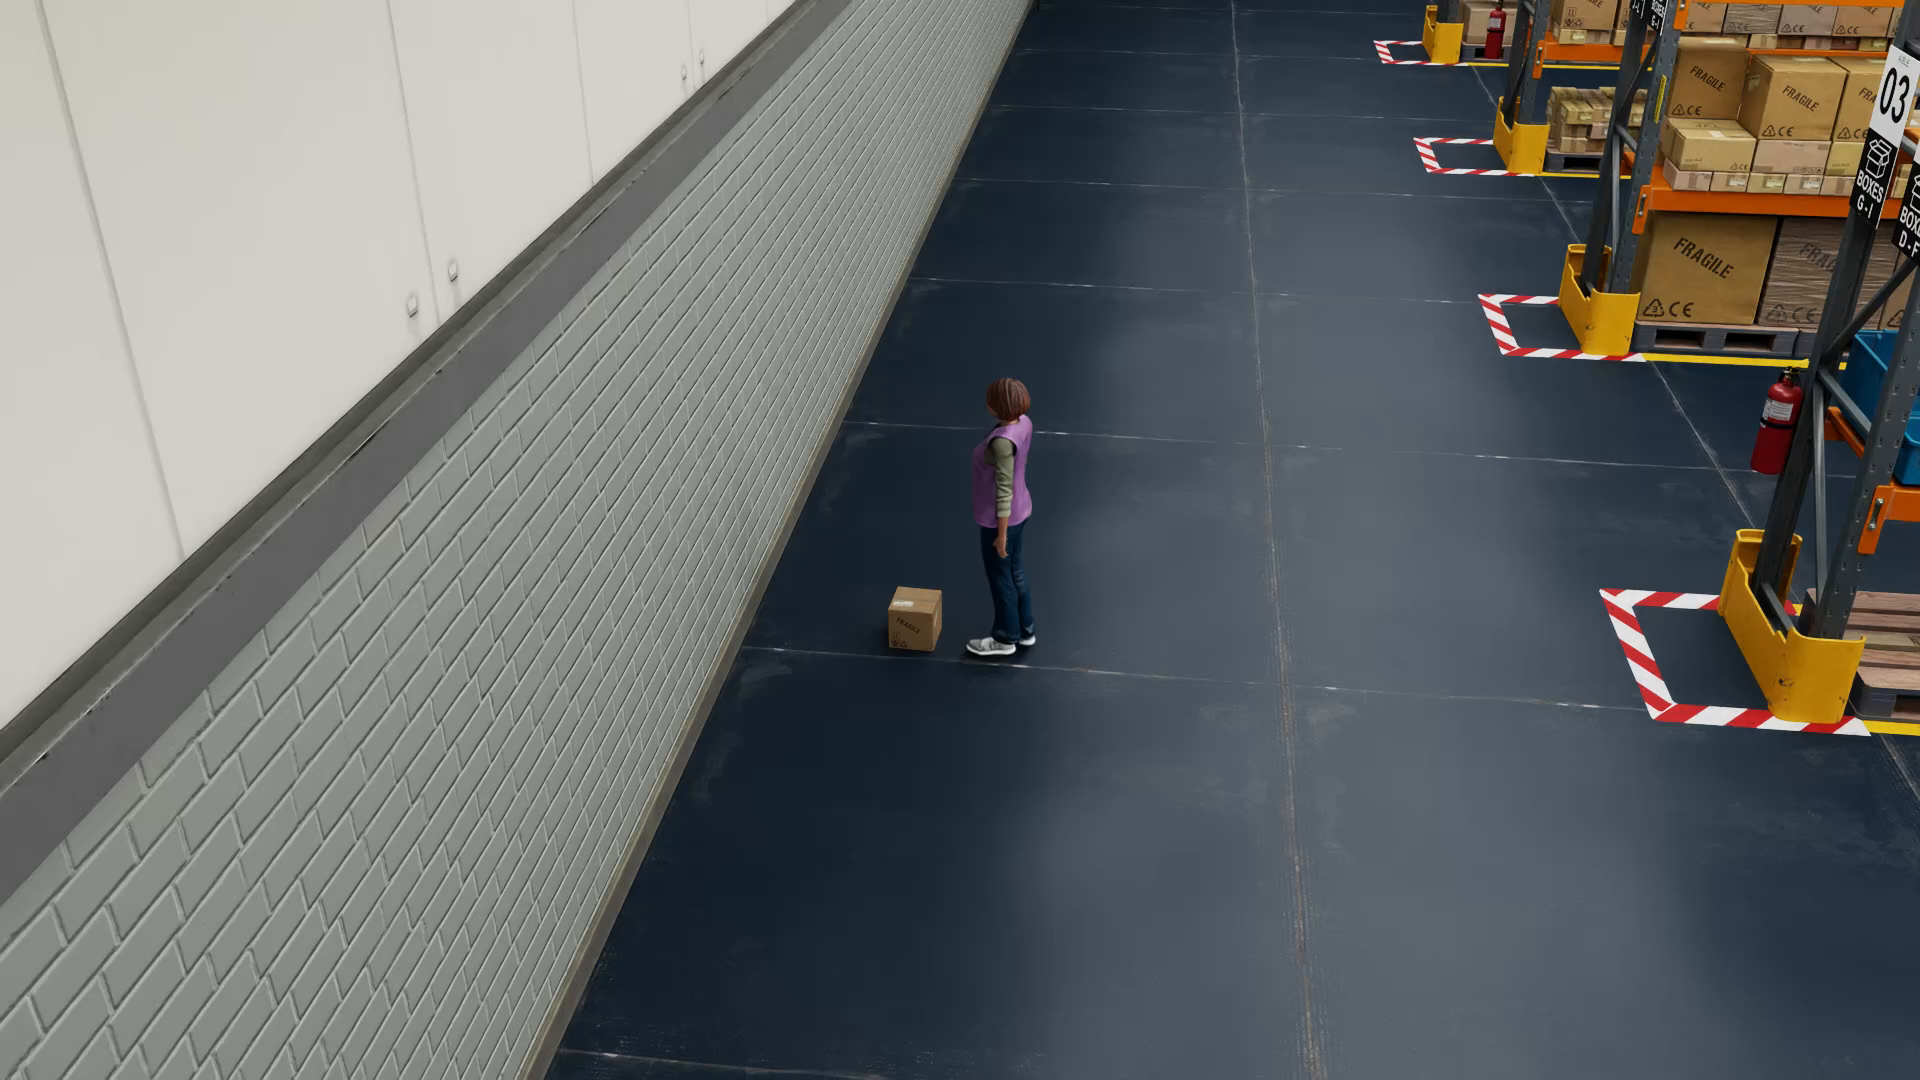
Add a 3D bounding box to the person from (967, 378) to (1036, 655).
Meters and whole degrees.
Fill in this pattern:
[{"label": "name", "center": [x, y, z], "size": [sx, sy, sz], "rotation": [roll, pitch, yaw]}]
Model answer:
[{"label": "person", "center": [0.240, -0.121, 8.818], "size": [0.348, 1.599, 0.450], "rotation": [10, 30, 17]}]
